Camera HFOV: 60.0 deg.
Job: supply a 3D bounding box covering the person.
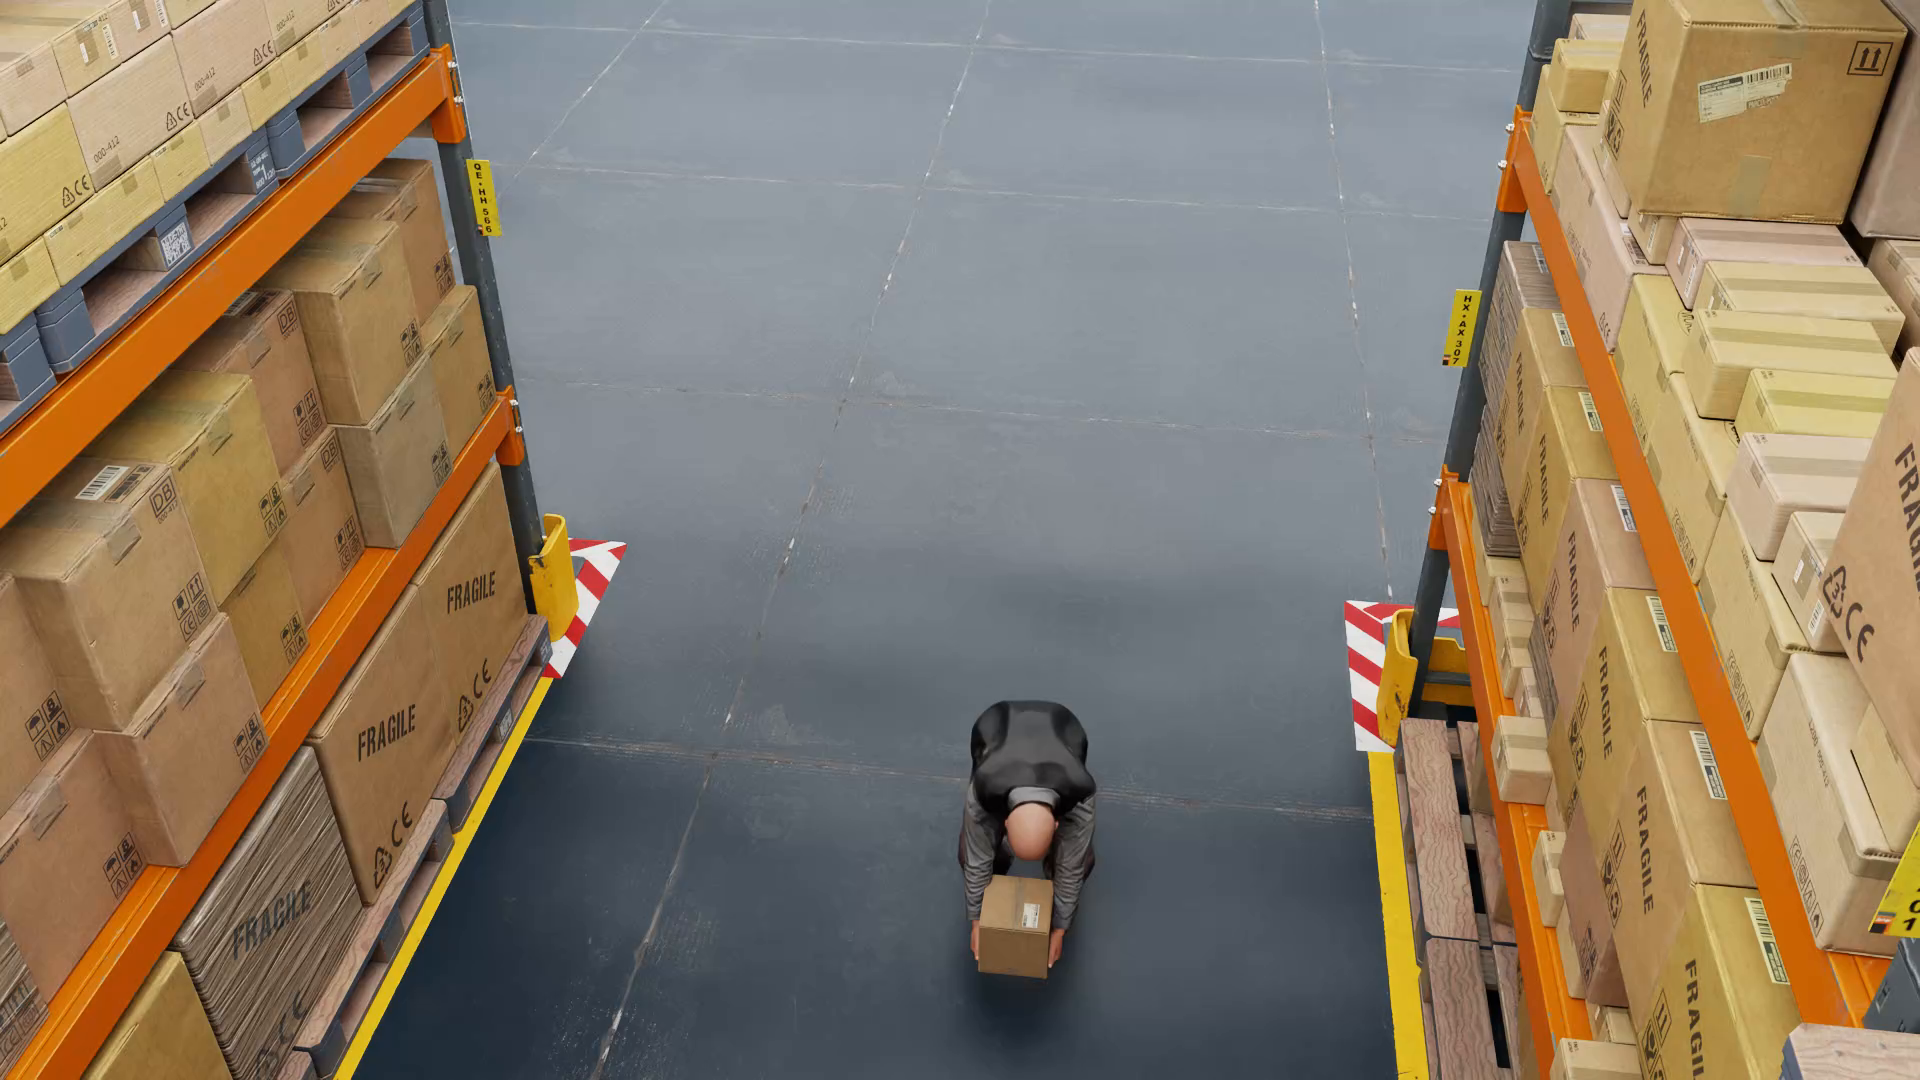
[{"bbox_3d":[0.252,1.092,6.217,0.518,0.947,0.923,3,36,4],"label":"person"}]
